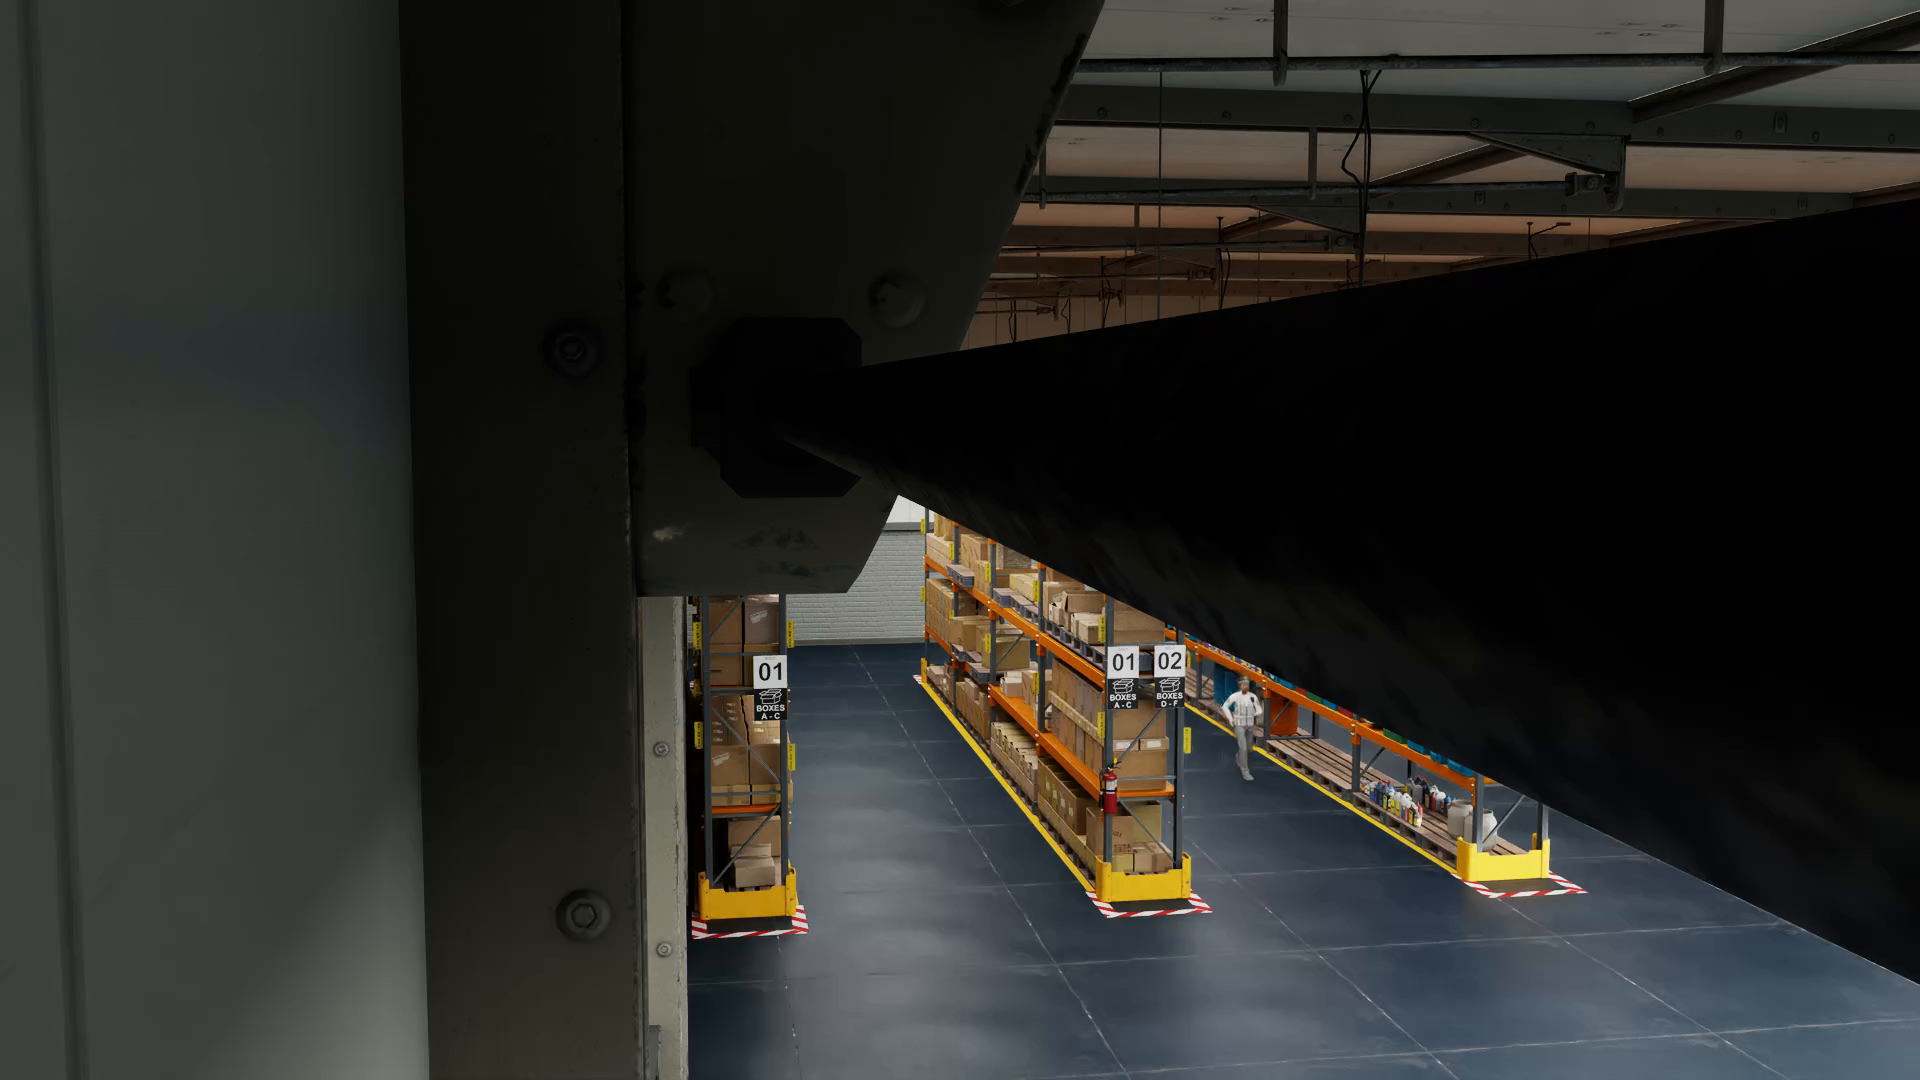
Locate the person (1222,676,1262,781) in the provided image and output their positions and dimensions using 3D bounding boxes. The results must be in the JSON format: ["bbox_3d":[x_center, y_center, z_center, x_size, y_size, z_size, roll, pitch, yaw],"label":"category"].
[{"bbox_3d":[4.680,3.066,27.472,0.622,1.670,0.896,-1,5,-12],"label":"person"}]
